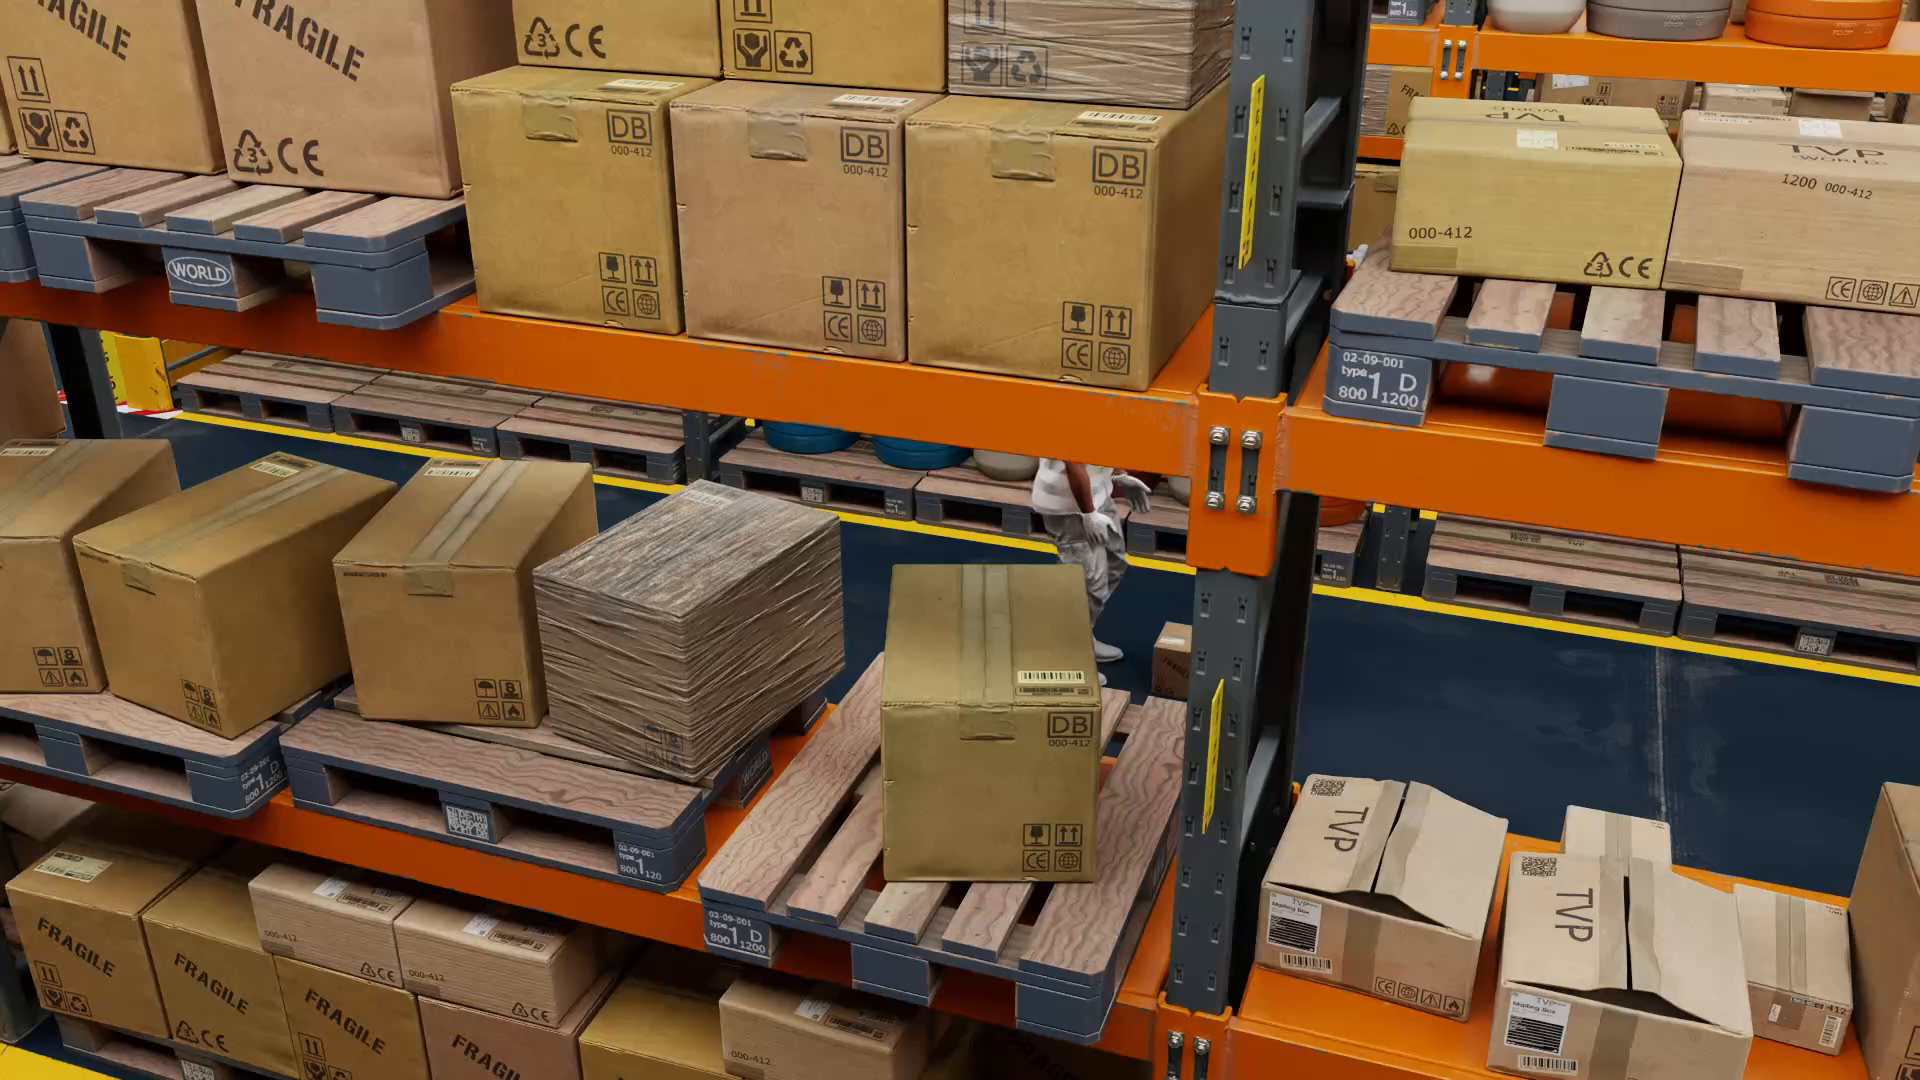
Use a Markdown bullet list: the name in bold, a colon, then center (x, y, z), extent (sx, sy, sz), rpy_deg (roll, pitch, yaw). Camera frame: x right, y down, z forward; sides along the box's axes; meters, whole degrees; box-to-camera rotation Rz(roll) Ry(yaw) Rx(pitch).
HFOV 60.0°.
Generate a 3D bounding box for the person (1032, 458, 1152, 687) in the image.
- **person**: center (0.601, -0.175, 7.543), extent (0.497, 1.709, 0.580), rpy_deg (10, 27, 20)
